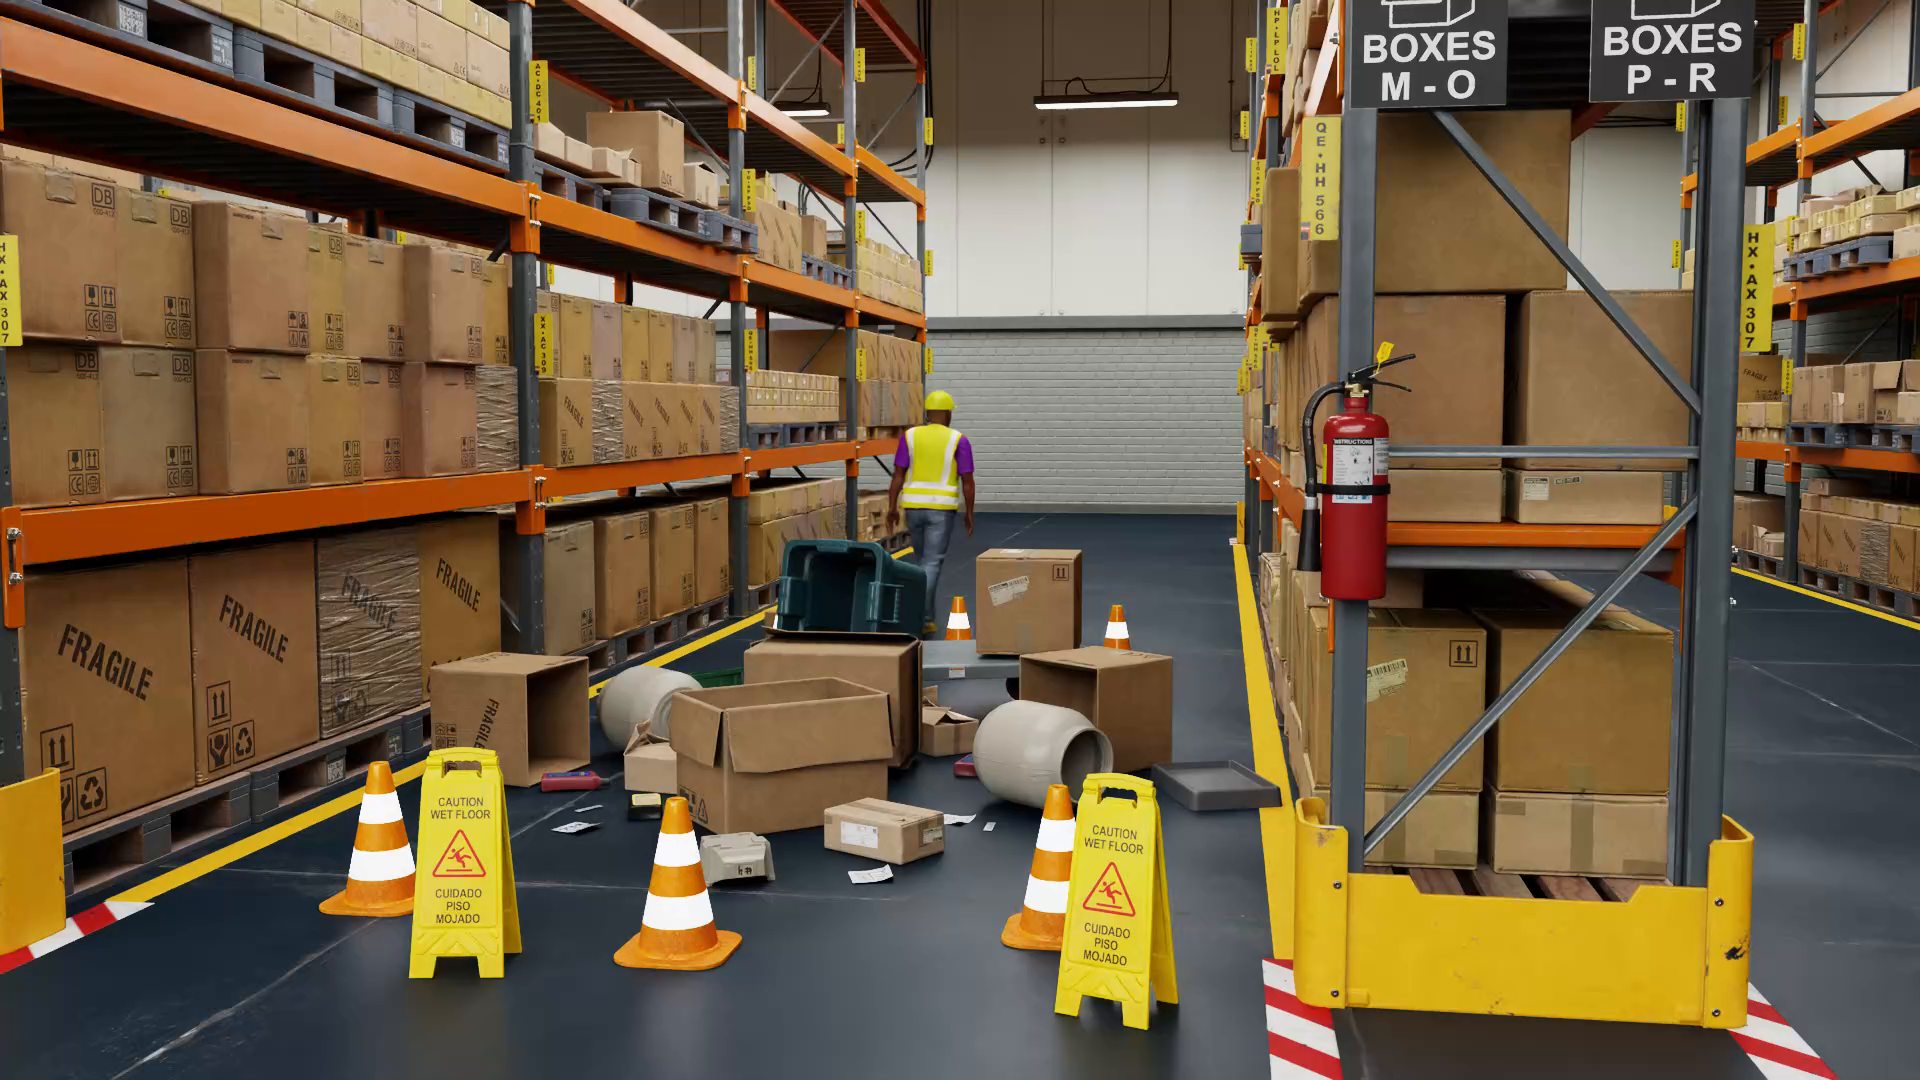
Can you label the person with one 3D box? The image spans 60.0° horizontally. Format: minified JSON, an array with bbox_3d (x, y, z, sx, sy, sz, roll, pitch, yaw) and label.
[{"bbox_3d":[-0.192,-0.181,11.966,0.606,1.783,0.718,2,5,23],"label":"person"}]
